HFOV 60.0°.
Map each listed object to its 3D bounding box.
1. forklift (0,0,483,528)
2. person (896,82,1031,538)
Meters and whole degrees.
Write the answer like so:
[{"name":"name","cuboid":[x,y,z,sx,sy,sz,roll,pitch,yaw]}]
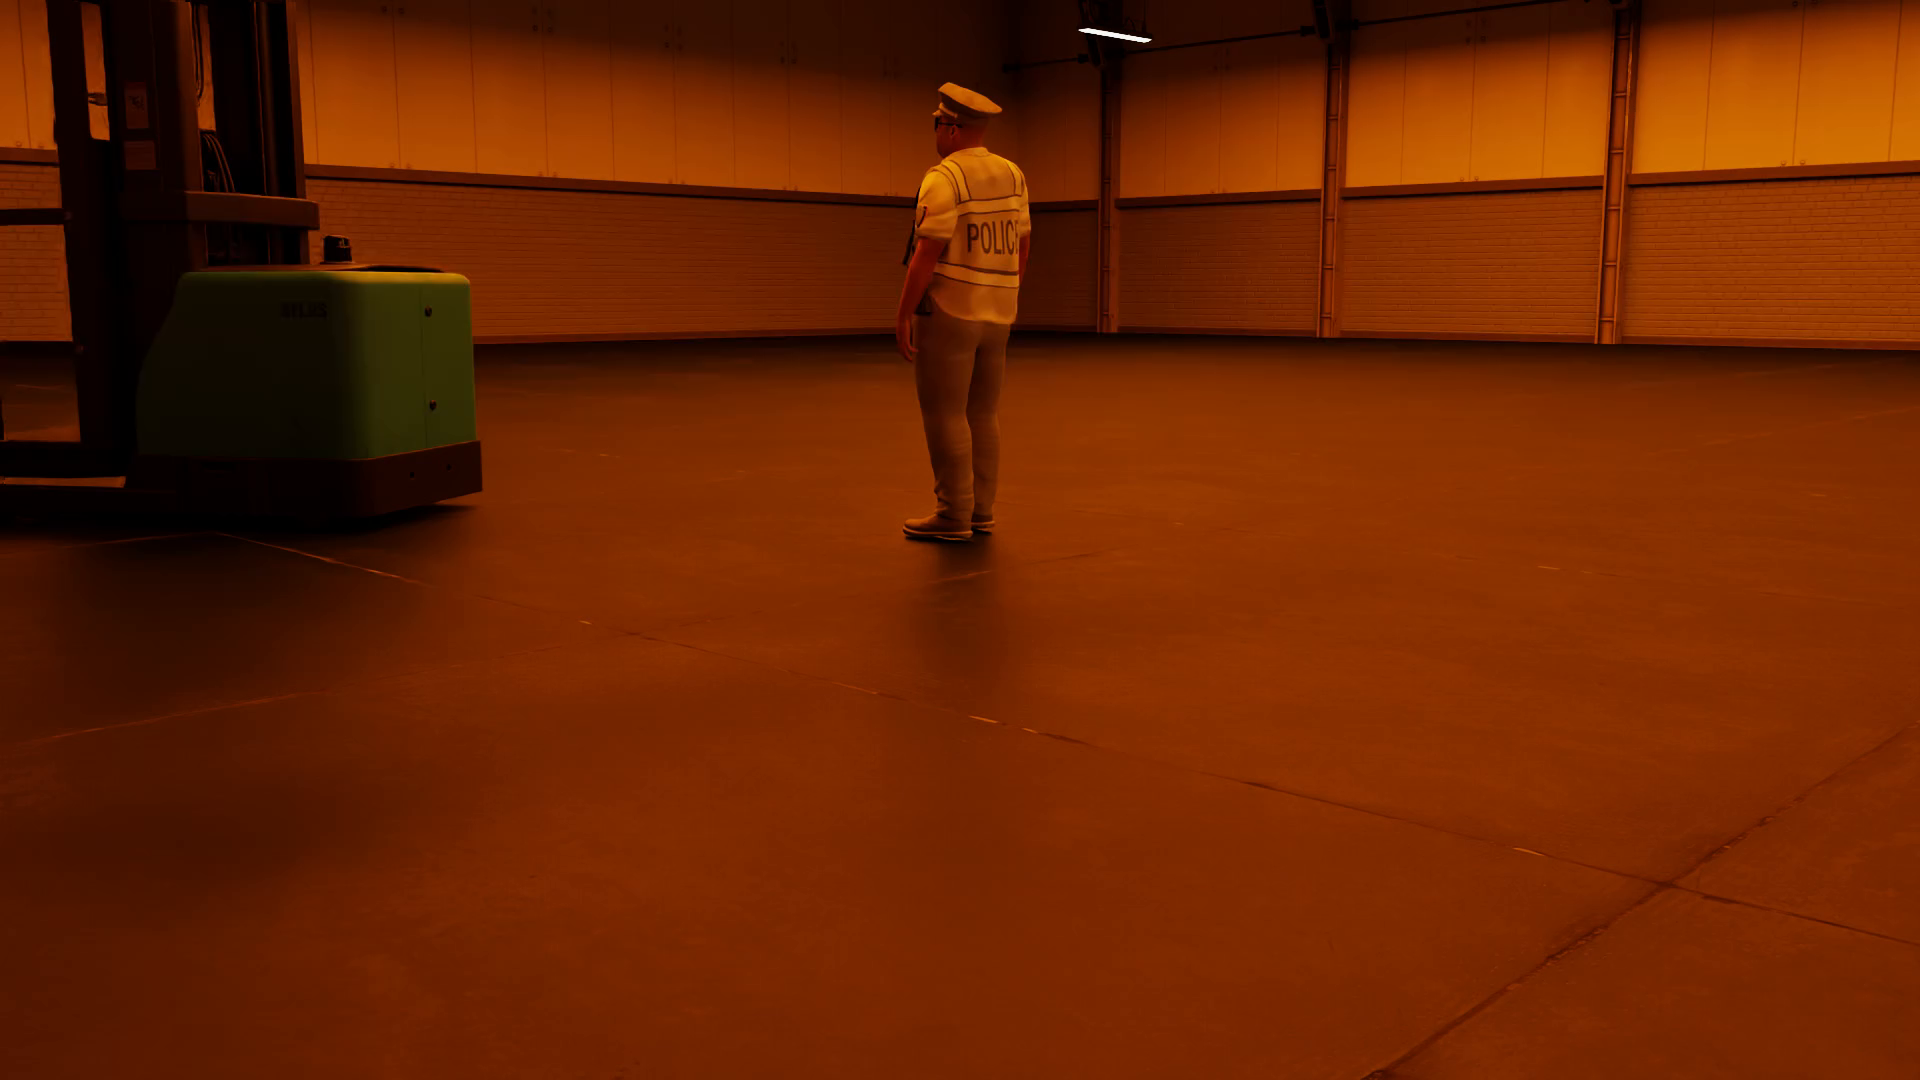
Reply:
[{"name":"forklift","cuboid":[-3.798,-1.591,7.439,3.031,2.935,1.130,2,9,13]},{"name":"person","cuboid":[-0.048,-0.898,6.645,0.574,1.781,0.641,8,12,43]}]
